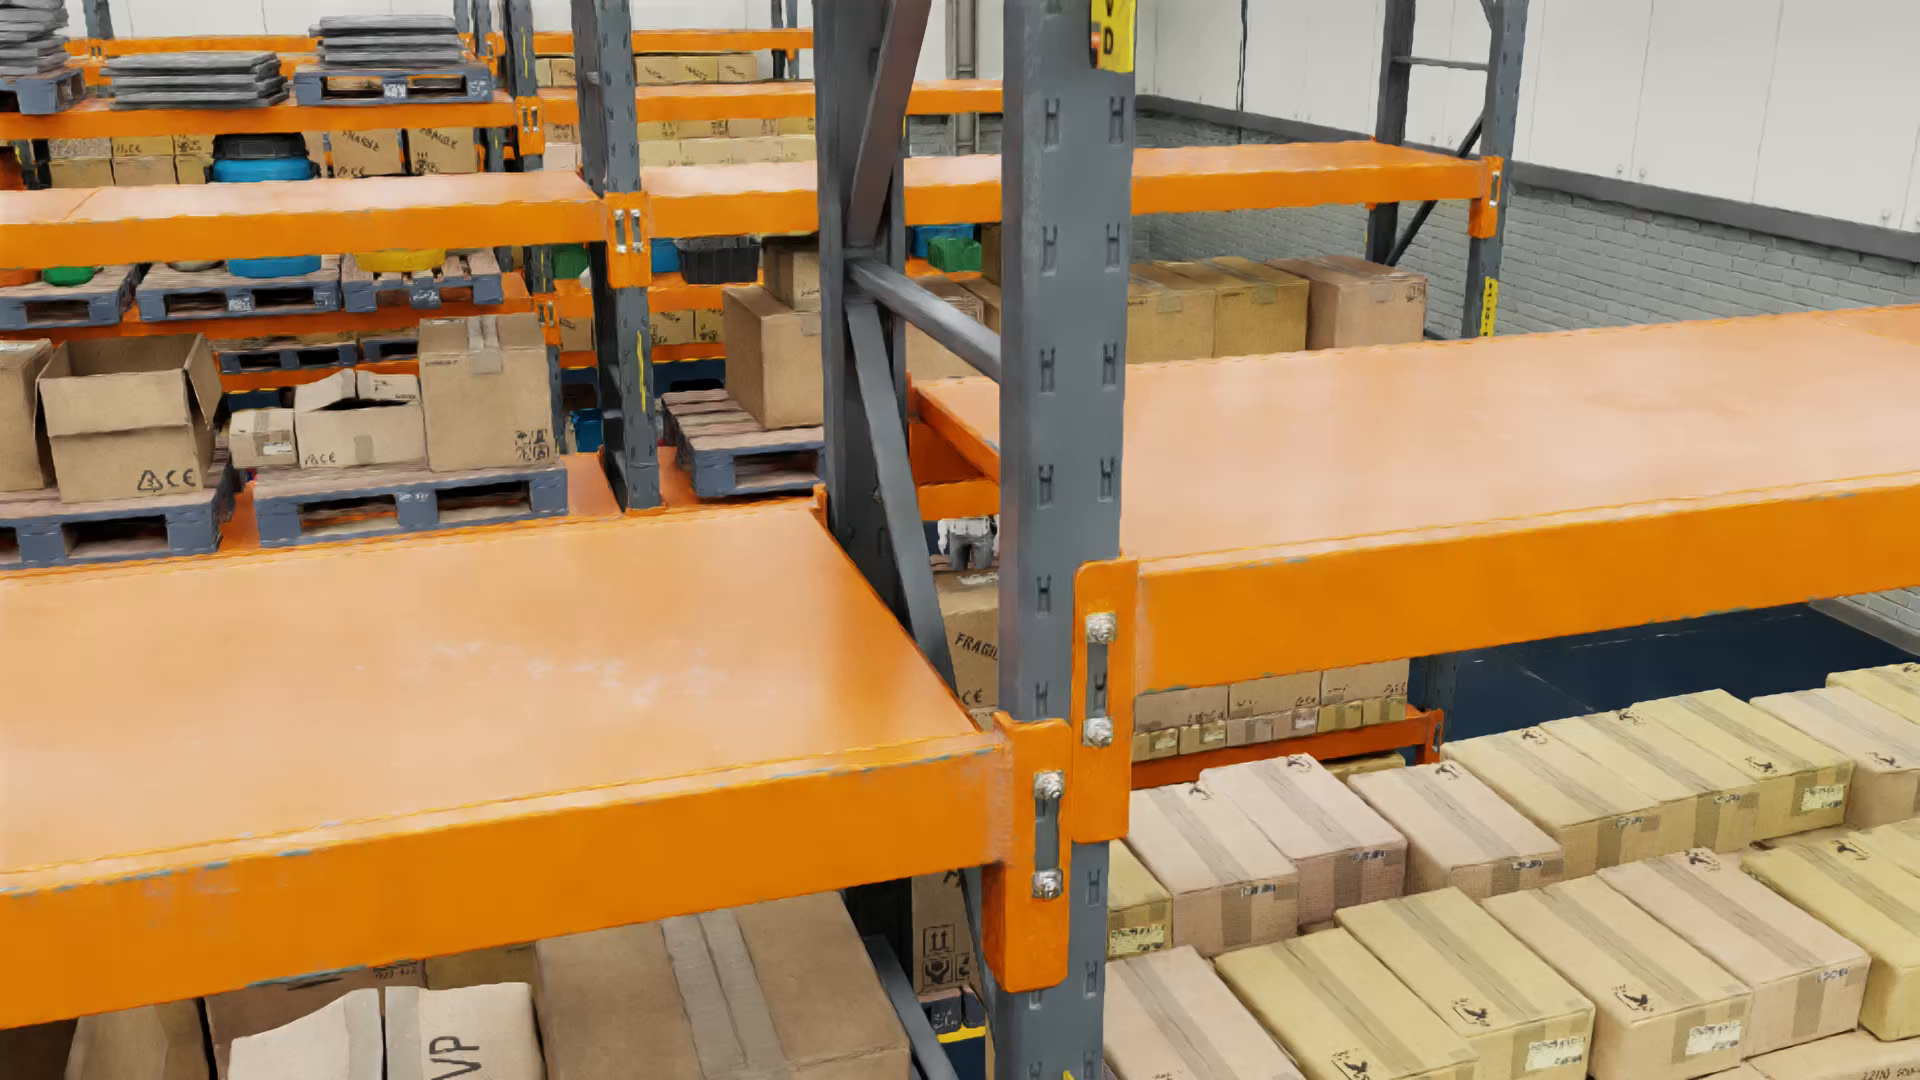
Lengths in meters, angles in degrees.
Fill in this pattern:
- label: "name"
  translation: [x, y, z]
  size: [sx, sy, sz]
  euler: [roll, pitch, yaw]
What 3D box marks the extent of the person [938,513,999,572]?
- label: "person"
  translation: [0.053, -0.035, 12.612]
  size: [0.567, 1.676, 0.380]
  euler: [5, 20, 13]
